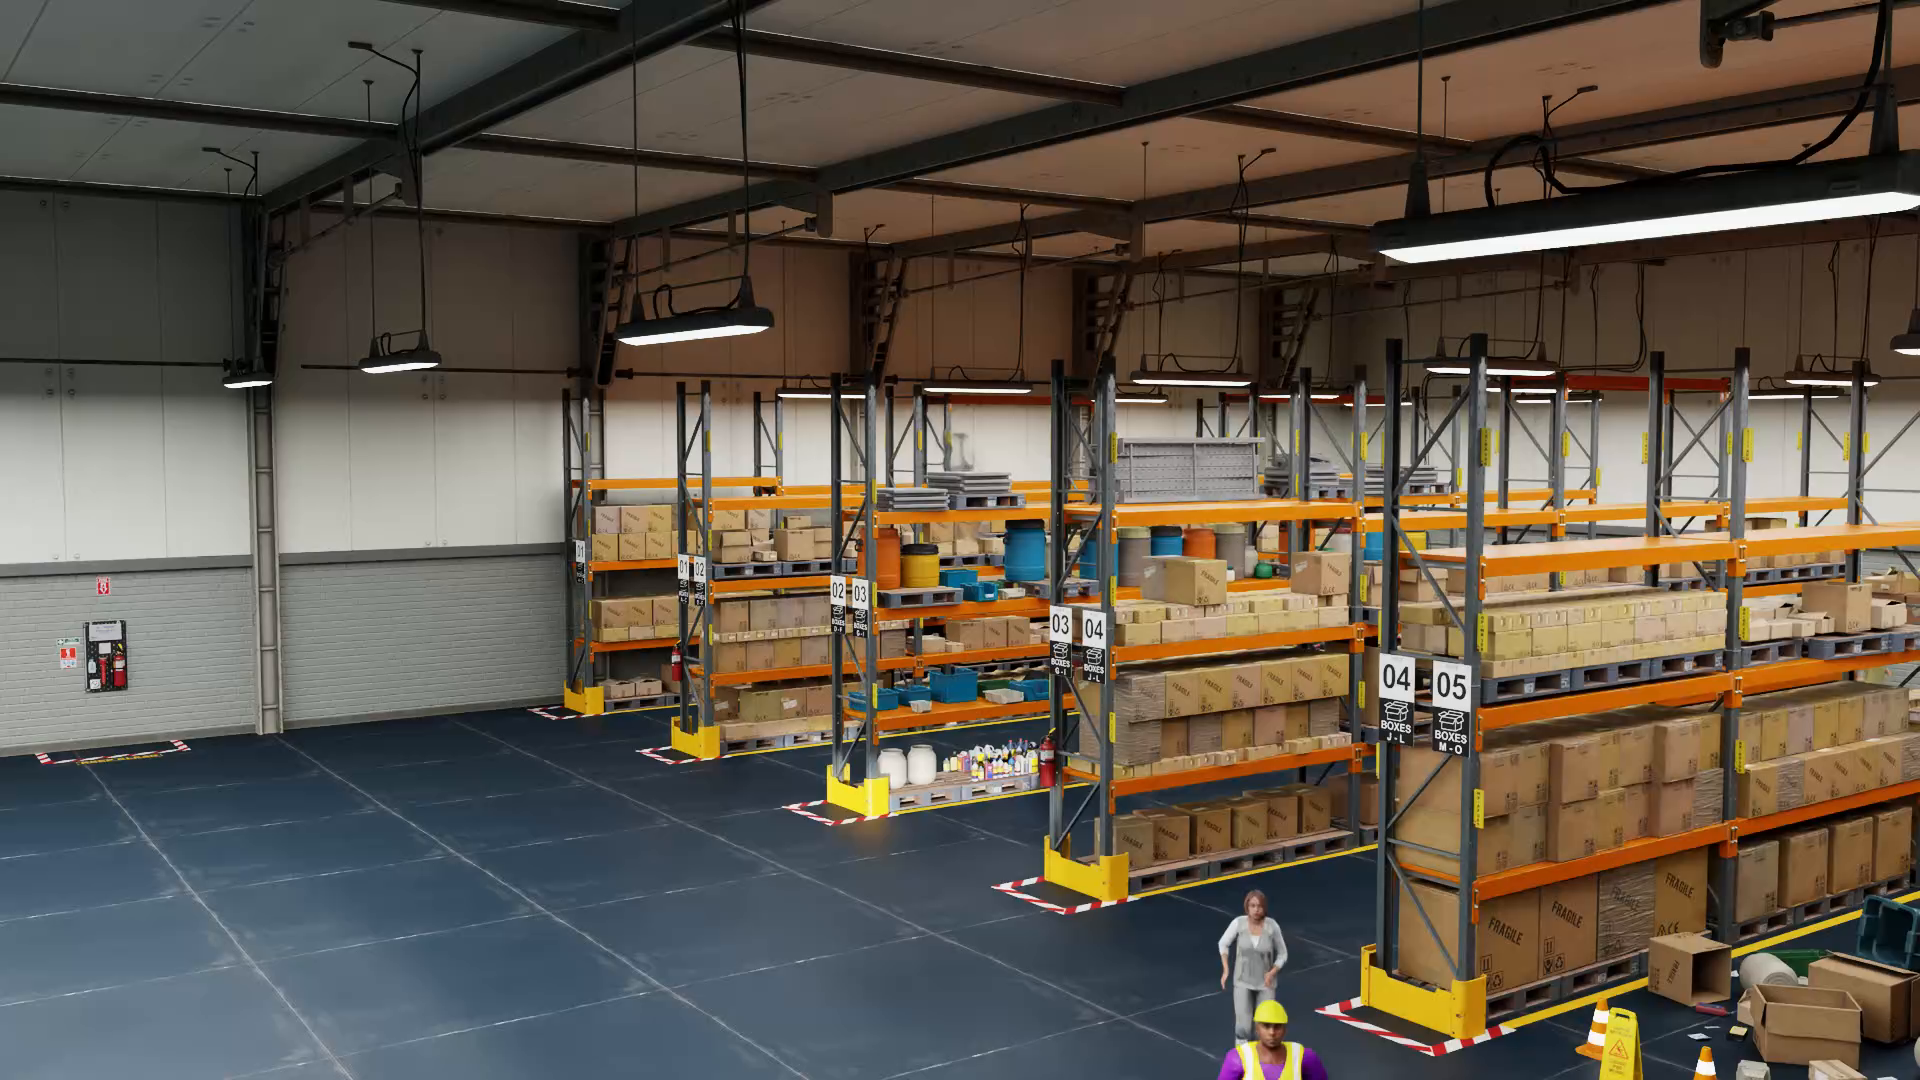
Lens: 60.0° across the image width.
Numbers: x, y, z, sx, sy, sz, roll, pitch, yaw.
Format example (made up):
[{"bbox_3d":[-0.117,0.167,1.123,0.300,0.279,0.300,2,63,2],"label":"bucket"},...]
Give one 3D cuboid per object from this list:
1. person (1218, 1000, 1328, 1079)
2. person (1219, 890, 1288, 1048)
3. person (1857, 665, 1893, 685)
[{"bbox_3d":[1.883,3.649,10.012,0.688,1.720,0.582,1,4,10],"label":"person"},{"bbox_3d":[2.336,3.549,13.243,0.540,1.557,0.560,0,4,6],"label":"person"},{"bbox_3d":[15.647,2.514,28.482,0.578,1.659,0.668,-1,4,-19],"label":"person"}]
